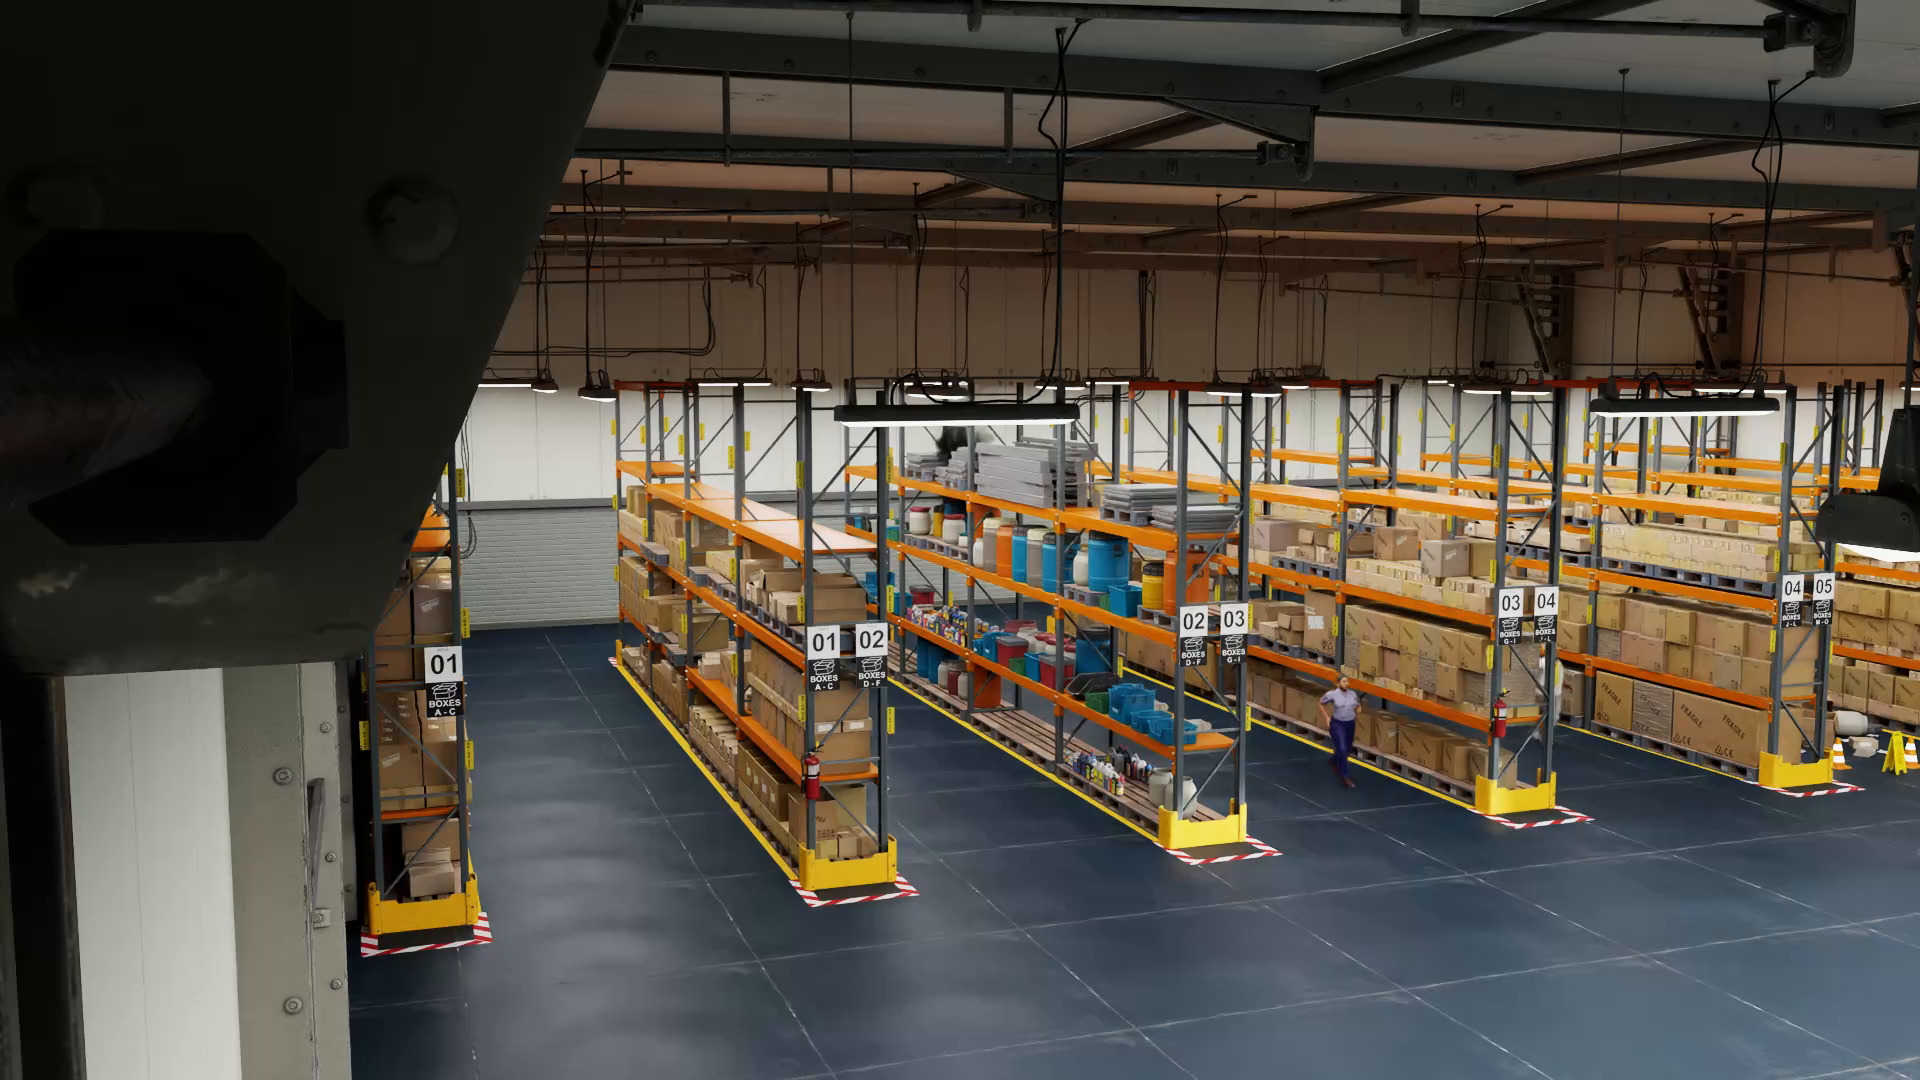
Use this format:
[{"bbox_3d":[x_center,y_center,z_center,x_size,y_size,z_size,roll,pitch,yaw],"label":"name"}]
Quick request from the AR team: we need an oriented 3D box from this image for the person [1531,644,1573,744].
[{"bbox_3d":[9.814,2.552,27.615,0.676,1.720,0.571,-3,7,-28],"label":"person"}]

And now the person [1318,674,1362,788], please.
[{"bbox_3d":[5.786,2.841,25.142,0.607,1.636,0.907,-2,6,-20],"label":"person"}]
